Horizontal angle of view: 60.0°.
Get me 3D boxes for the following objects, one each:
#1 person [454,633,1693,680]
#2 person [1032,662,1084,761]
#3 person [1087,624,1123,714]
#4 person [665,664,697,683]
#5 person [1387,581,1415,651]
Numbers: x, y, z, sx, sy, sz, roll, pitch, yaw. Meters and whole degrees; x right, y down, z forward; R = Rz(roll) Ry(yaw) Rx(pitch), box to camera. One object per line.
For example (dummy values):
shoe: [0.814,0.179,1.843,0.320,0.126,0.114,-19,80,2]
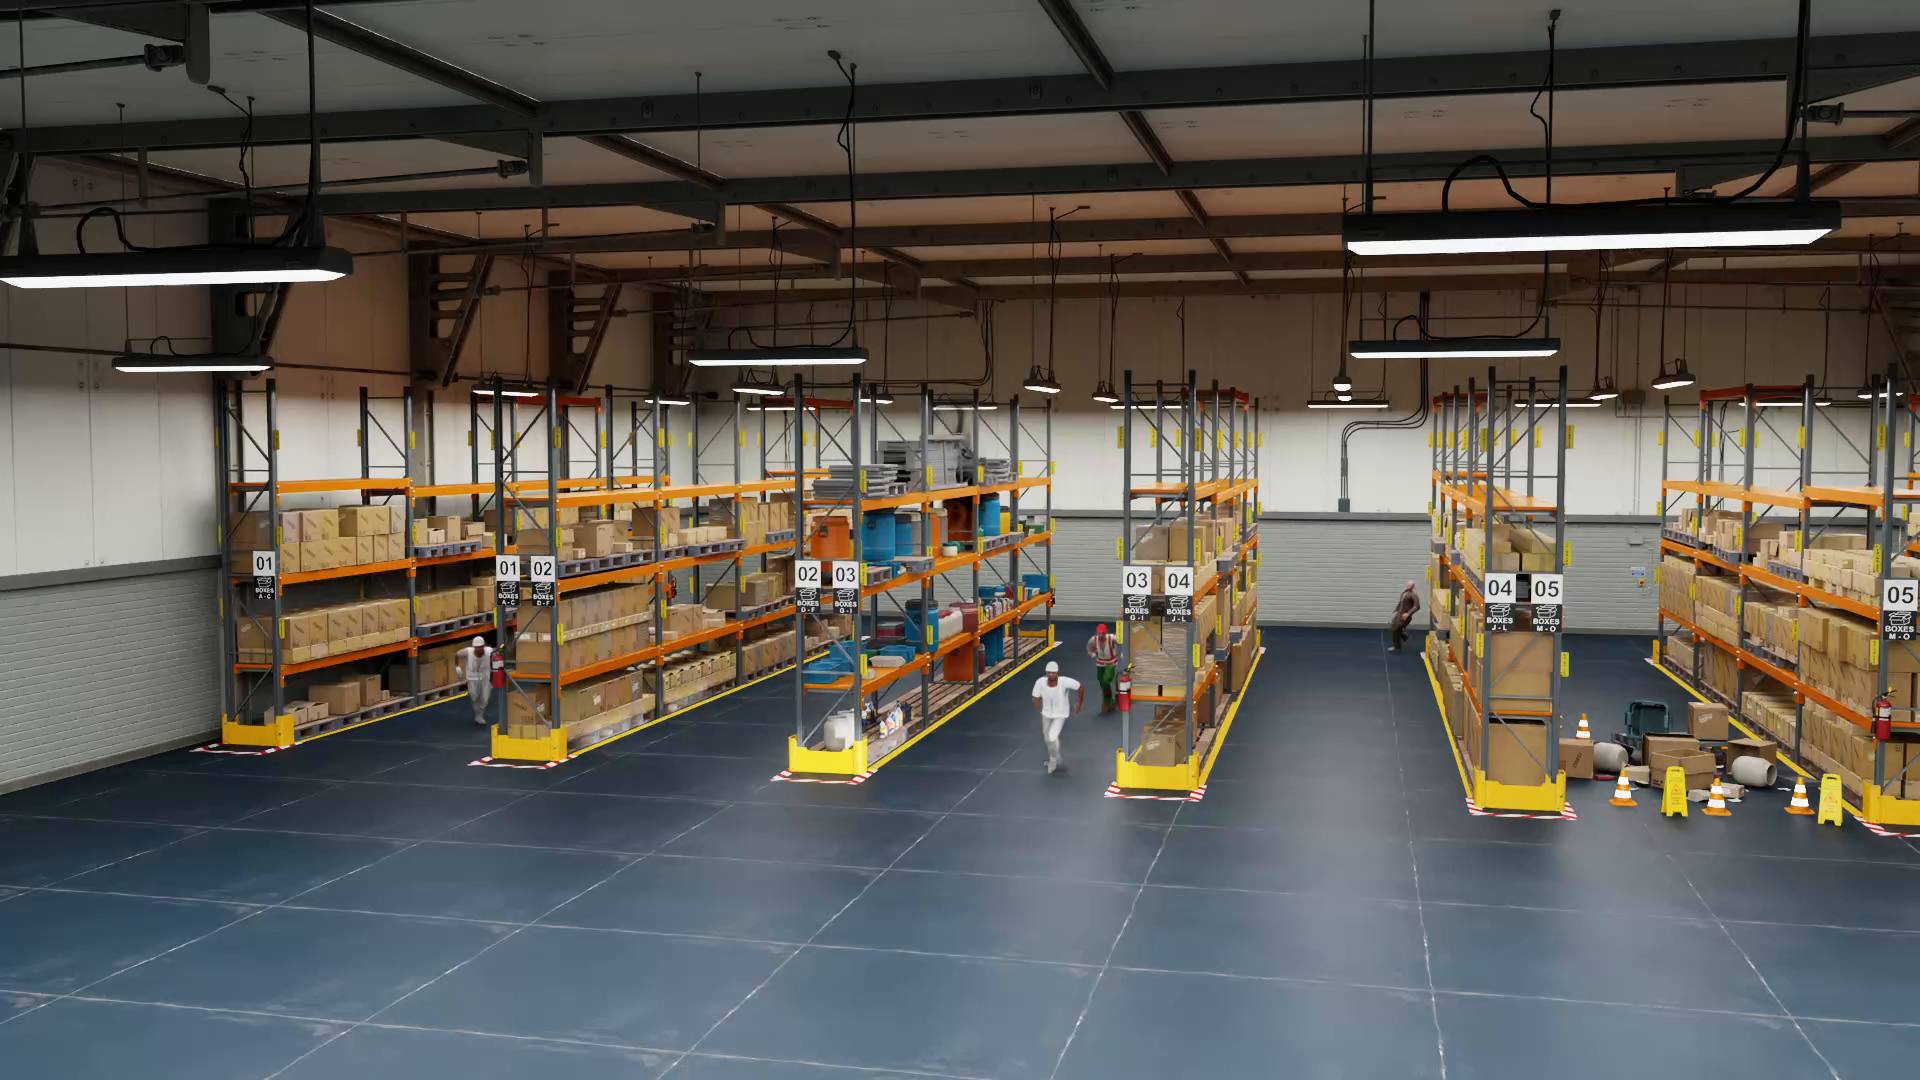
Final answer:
person: [5.381,2.044,36.152,31.507,1.596,8.281,-1,4,-19]
person: [1.453,2.603,25.017,0.749,1.582,0.828,2,4,25]
person: [2.705,2.246,30.584,0.704,1.476,0.987,1,4,18]
person: [4.143,2.489,24.607,20.067,1.167,13.363,0,3,3]
person: [10.459,1.797,39.219,0.635,1.690,0.720,-1,3,-9]
